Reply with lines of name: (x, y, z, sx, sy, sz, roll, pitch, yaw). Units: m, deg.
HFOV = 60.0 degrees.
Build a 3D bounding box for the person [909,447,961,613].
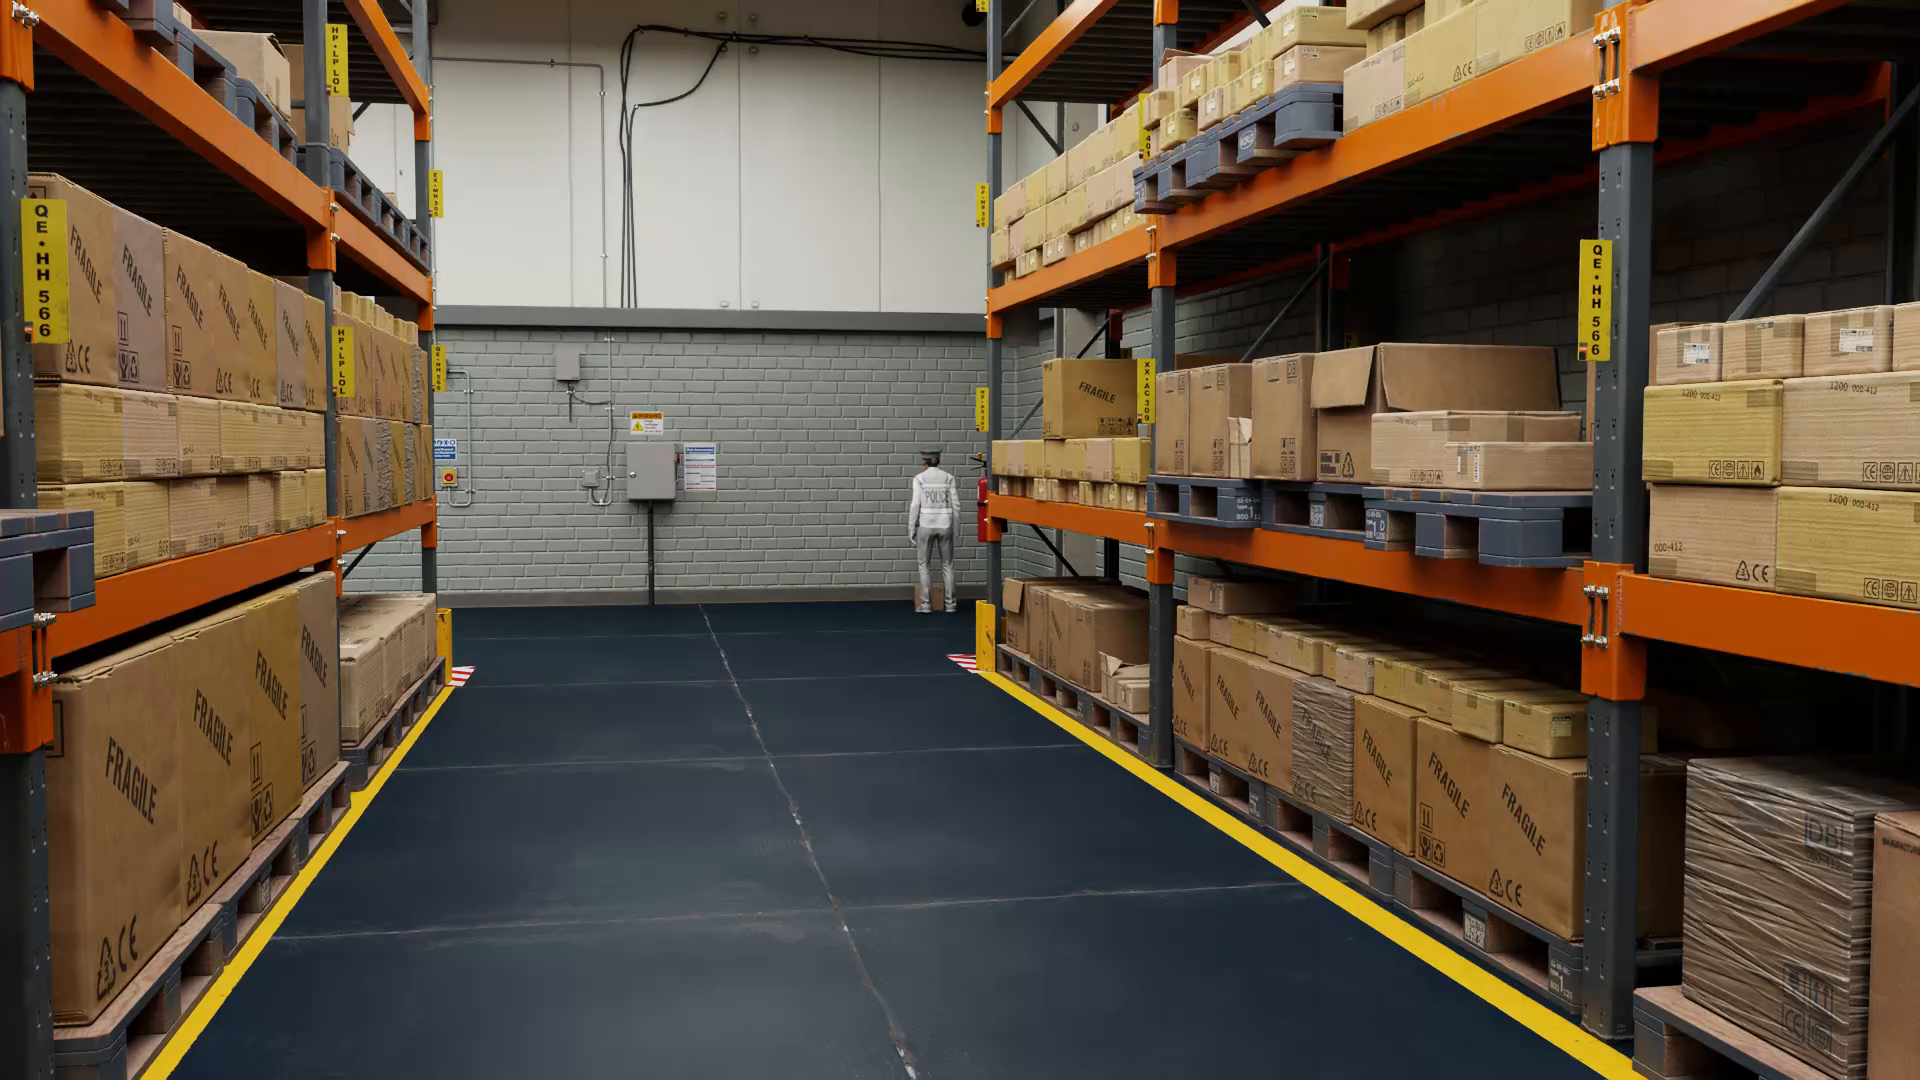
person: (-0.258, -0.099, 16.619, 0.528, 1.662, 0.375, -1, 3, -14)
